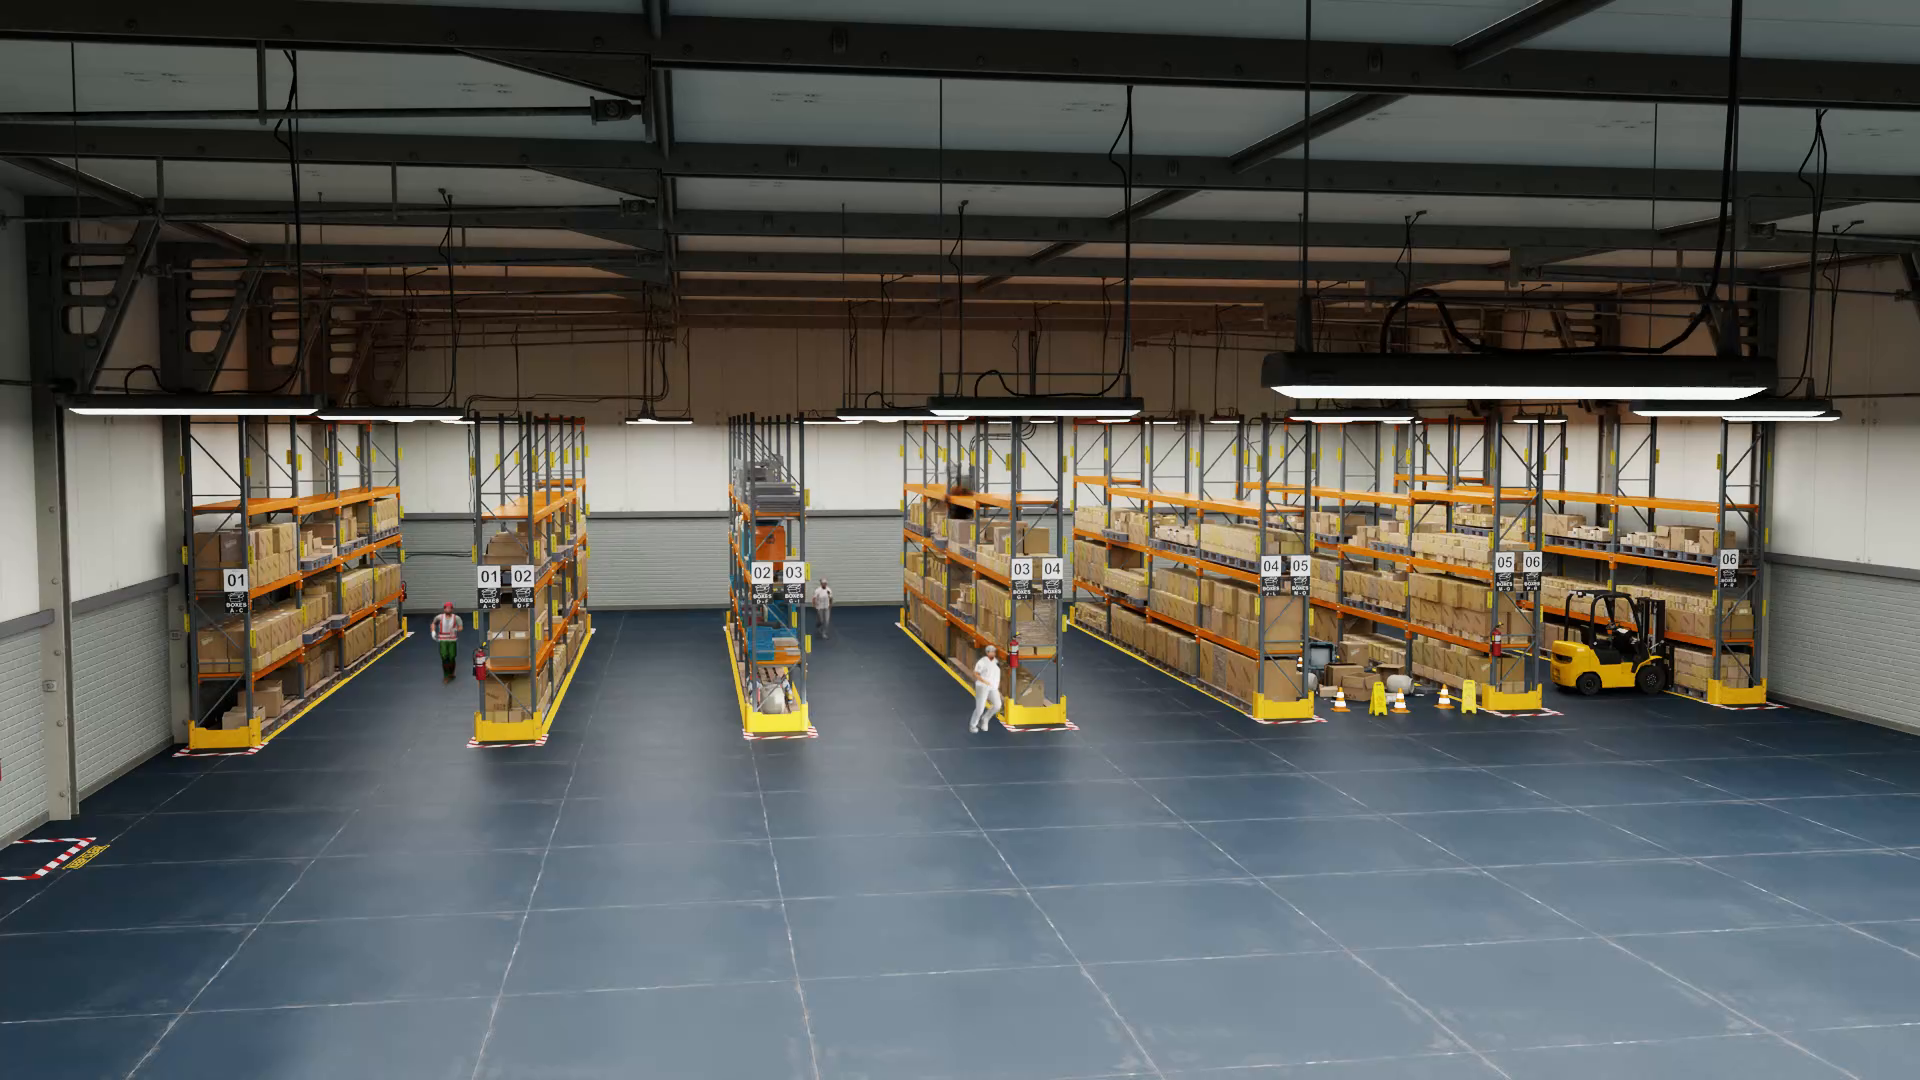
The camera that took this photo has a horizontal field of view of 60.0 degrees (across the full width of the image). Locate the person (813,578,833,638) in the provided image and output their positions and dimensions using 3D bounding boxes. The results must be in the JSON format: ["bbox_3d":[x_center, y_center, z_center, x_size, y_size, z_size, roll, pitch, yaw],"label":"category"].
[{"bbox_3d":[-3.713,1.844,45.174,0.563,1.650,0.548,-1,4,-19],"label":"person"}]

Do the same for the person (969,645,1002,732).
[{"bbox_3d":[0.538,2.784,31.232,0.647,1.622,0.604,-3,5,-34],"label":"person"}]

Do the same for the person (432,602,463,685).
[{"bbox_3d":[-11.506,2.295,37.363,0.671,1.806,0.878,-1,4,-19],"label":"person"}]
